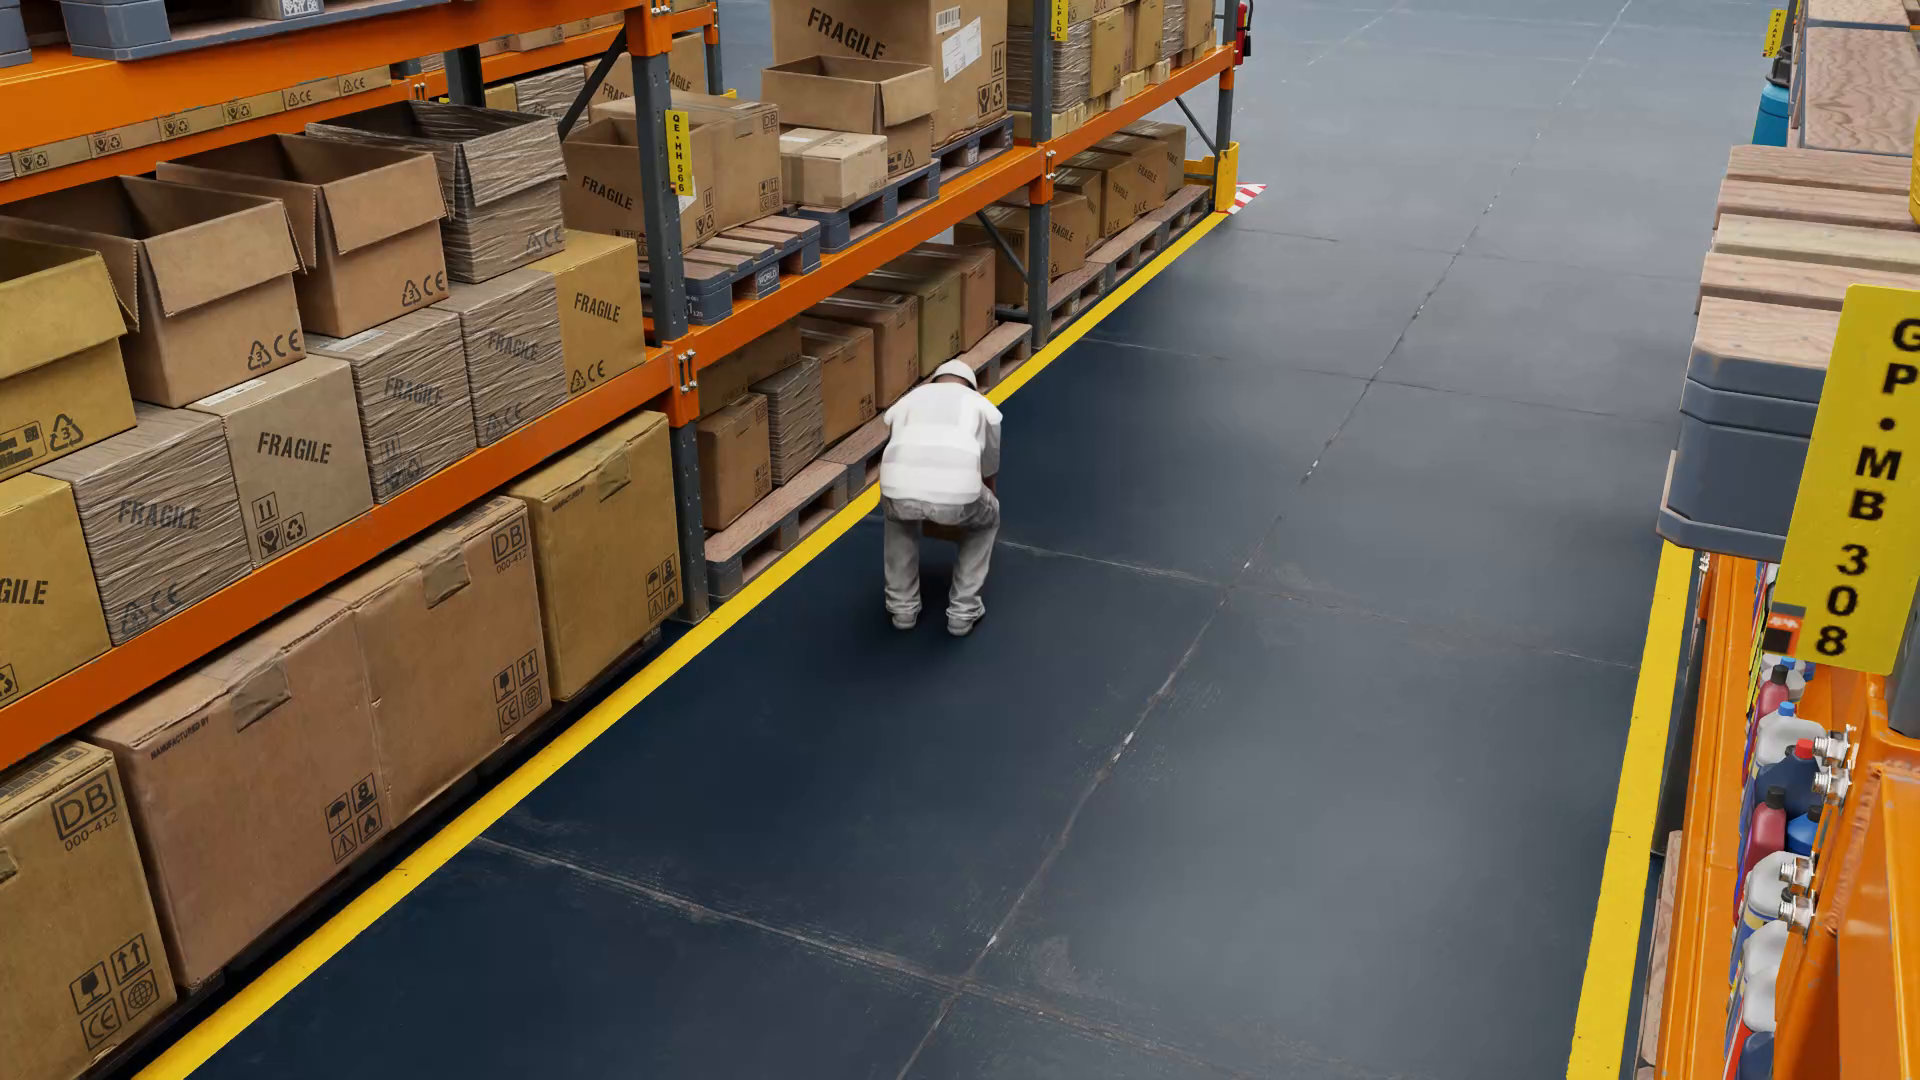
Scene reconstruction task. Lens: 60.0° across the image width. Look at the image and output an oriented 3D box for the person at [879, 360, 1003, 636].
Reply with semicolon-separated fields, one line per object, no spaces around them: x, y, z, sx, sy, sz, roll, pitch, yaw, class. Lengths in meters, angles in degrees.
-0.084;-0.182;7.340;0.539;1.019;0.969;4;26;9;person
